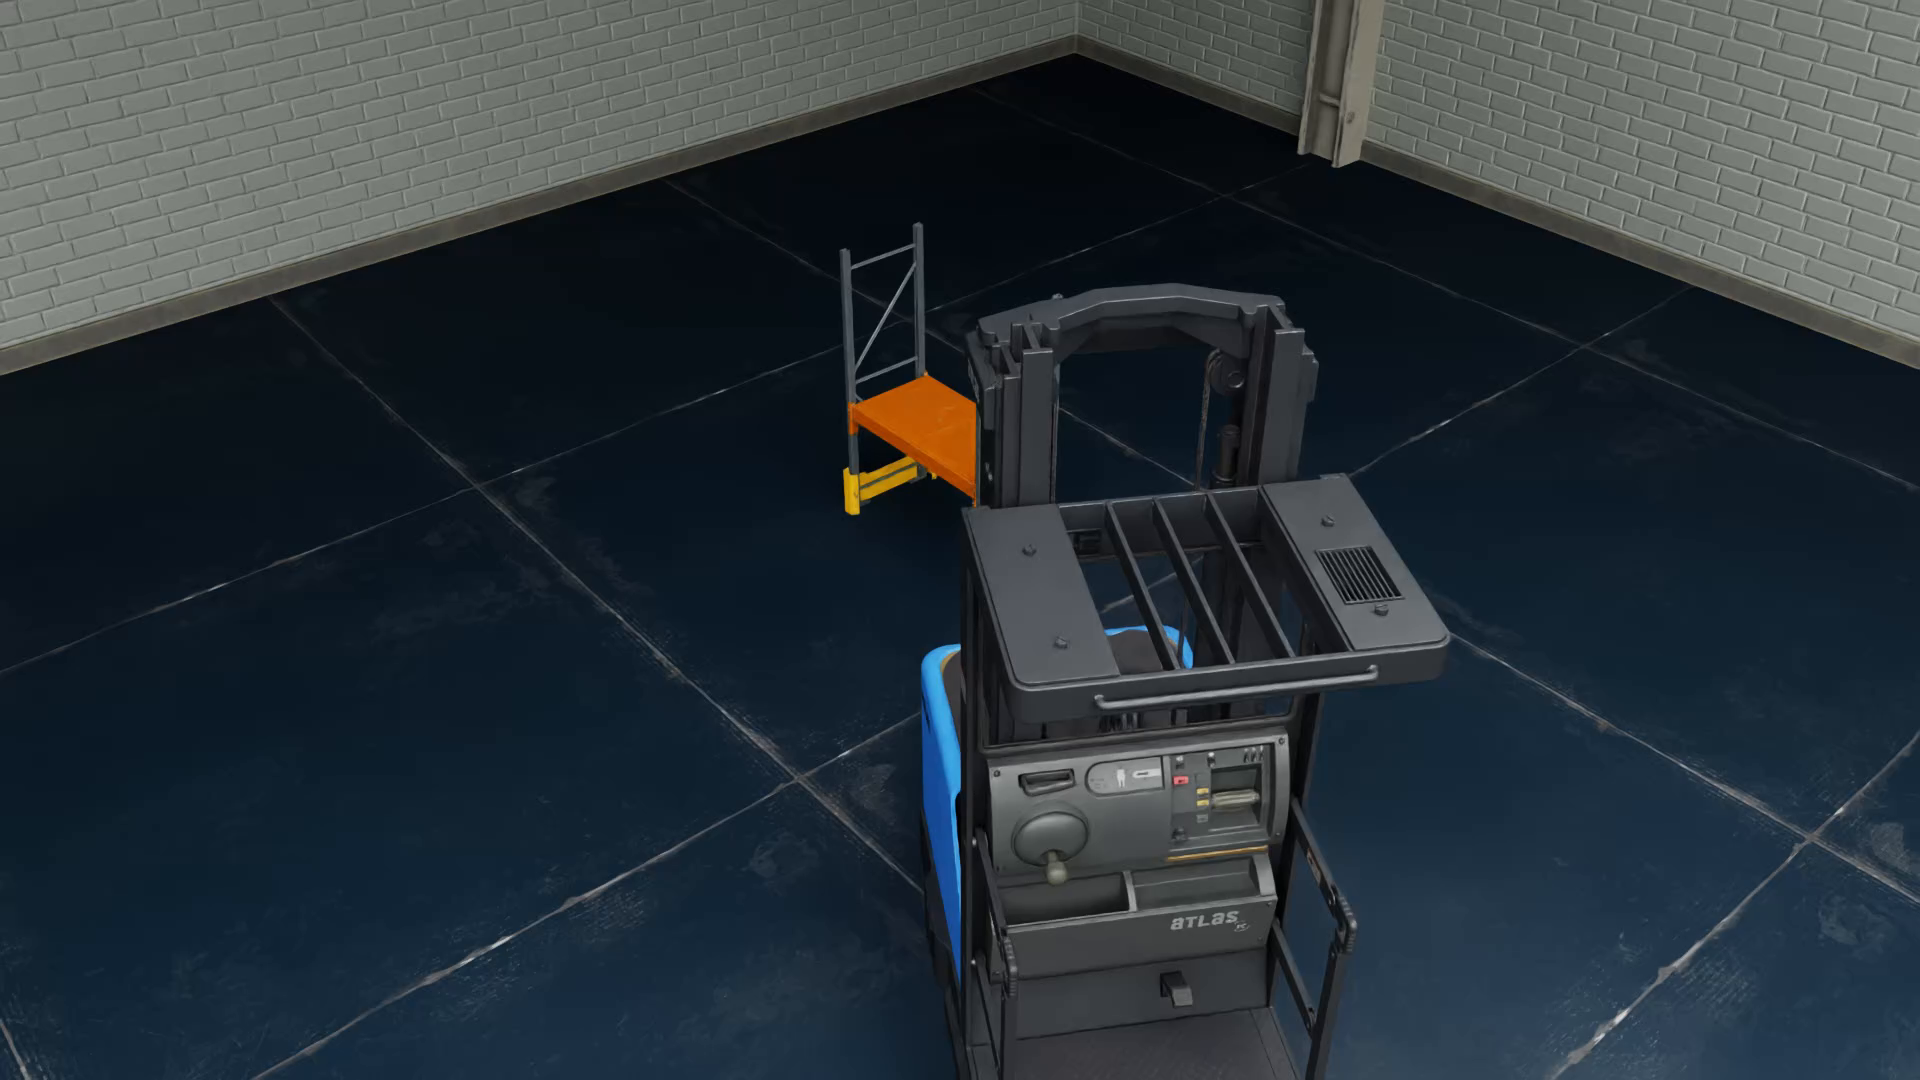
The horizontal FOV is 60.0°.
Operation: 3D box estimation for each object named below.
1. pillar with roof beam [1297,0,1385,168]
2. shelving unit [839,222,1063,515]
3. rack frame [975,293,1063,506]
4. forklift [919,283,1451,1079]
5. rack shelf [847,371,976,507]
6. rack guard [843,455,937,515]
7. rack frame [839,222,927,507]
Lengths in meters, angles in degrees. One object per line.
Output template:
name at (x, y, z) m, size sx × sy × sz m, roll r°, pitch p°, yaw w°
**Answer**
pillar with roof beam at (-0.437, -5.036, 7.975) m, size 9.100 × 9.000 × 0.400 m, roll -26°, pitch 43°, yaw -32°
shelving unit at (-0.049, -0.646, 8.265) m, size 0.587 × 1.500 × 1.083 m, roll -26°, pitch 43°, yaw -32°
rack frame at (0.273, -0.425, 7.954) m, size 0.500 × 1.500 × 0.032 m, roll -26°, pitch 43°, yaw -32°
forklift at (0.585, 0.875, 4.880) m, size 1.130 × 2.935 × 3.031 m, roll -5°, pitch 36°, yaw -8°
rack shelf at (-0.055, -0.503, 8.375) m, size 0.538 × 0.185 × 1.000 m, roll -26°, pitch 43°, yaw -32°
rack guard at (-0.371, -0.356, 8.937) m, size 0.587 × 0.250 × 0.087 m, roll -26°, pitch 43°, yaw -32°
rack frame at (-0.383, -0.874, 8.588) m, size 0.500 × 1.500 × 0.032 m, roll -26°, pitch 43°, yaw -32°
